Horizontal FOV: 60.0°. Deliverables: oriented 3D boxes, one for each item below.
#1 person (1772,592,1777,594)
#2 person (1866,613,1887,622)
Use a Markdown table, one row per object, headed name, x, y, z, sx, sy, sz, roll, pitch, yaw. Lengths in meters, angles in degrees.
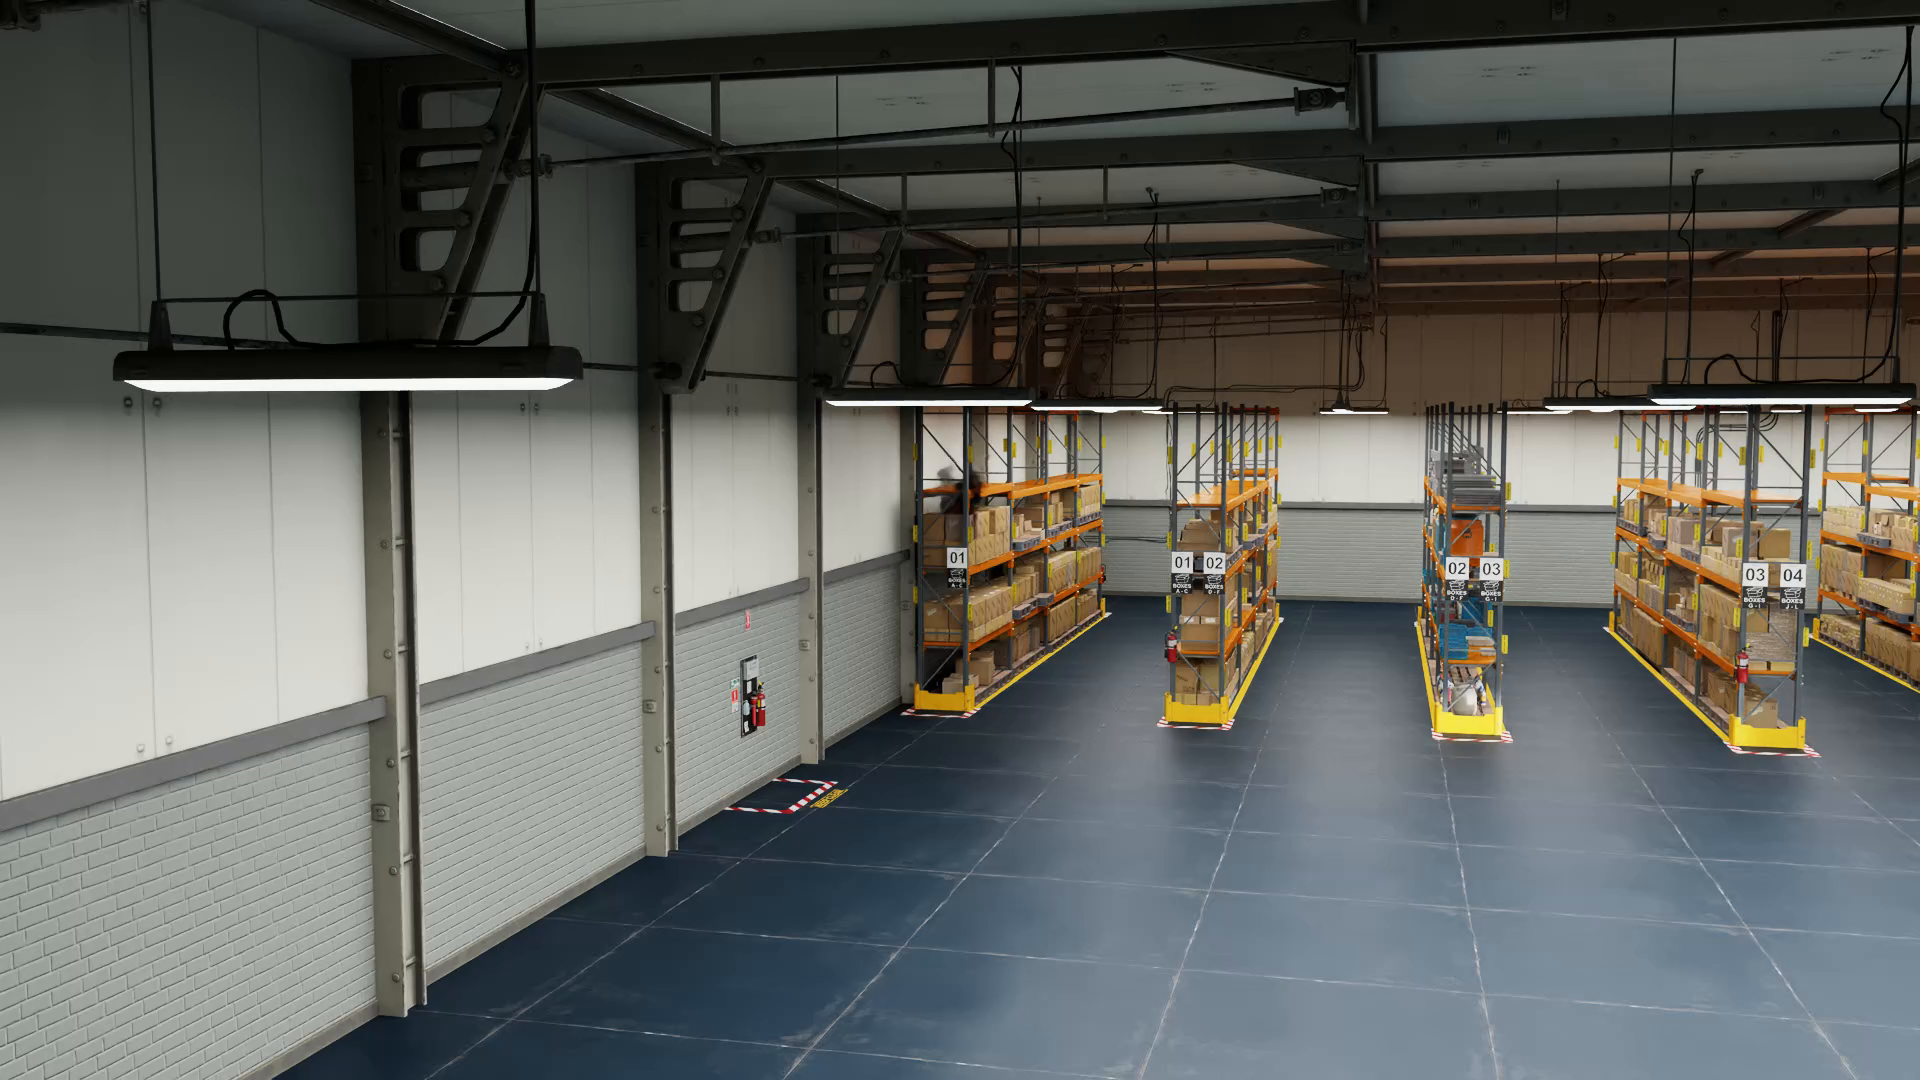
| name | x | y | z | sx | sy | sz | roll | pitch | yaw |
| --- | --- | --- | --- | --- | --- | --- | --- | --- | --- |
| person | 20.996 | 1.769 | 43.374 | 0.666 | 1.552 | 0.708 | 4 | 6 | 42 |
| person | 23.967 | 1.690 | 43.515 | 0.674 | 1.687 | 0.650 | -2 | 5 | -20 |
